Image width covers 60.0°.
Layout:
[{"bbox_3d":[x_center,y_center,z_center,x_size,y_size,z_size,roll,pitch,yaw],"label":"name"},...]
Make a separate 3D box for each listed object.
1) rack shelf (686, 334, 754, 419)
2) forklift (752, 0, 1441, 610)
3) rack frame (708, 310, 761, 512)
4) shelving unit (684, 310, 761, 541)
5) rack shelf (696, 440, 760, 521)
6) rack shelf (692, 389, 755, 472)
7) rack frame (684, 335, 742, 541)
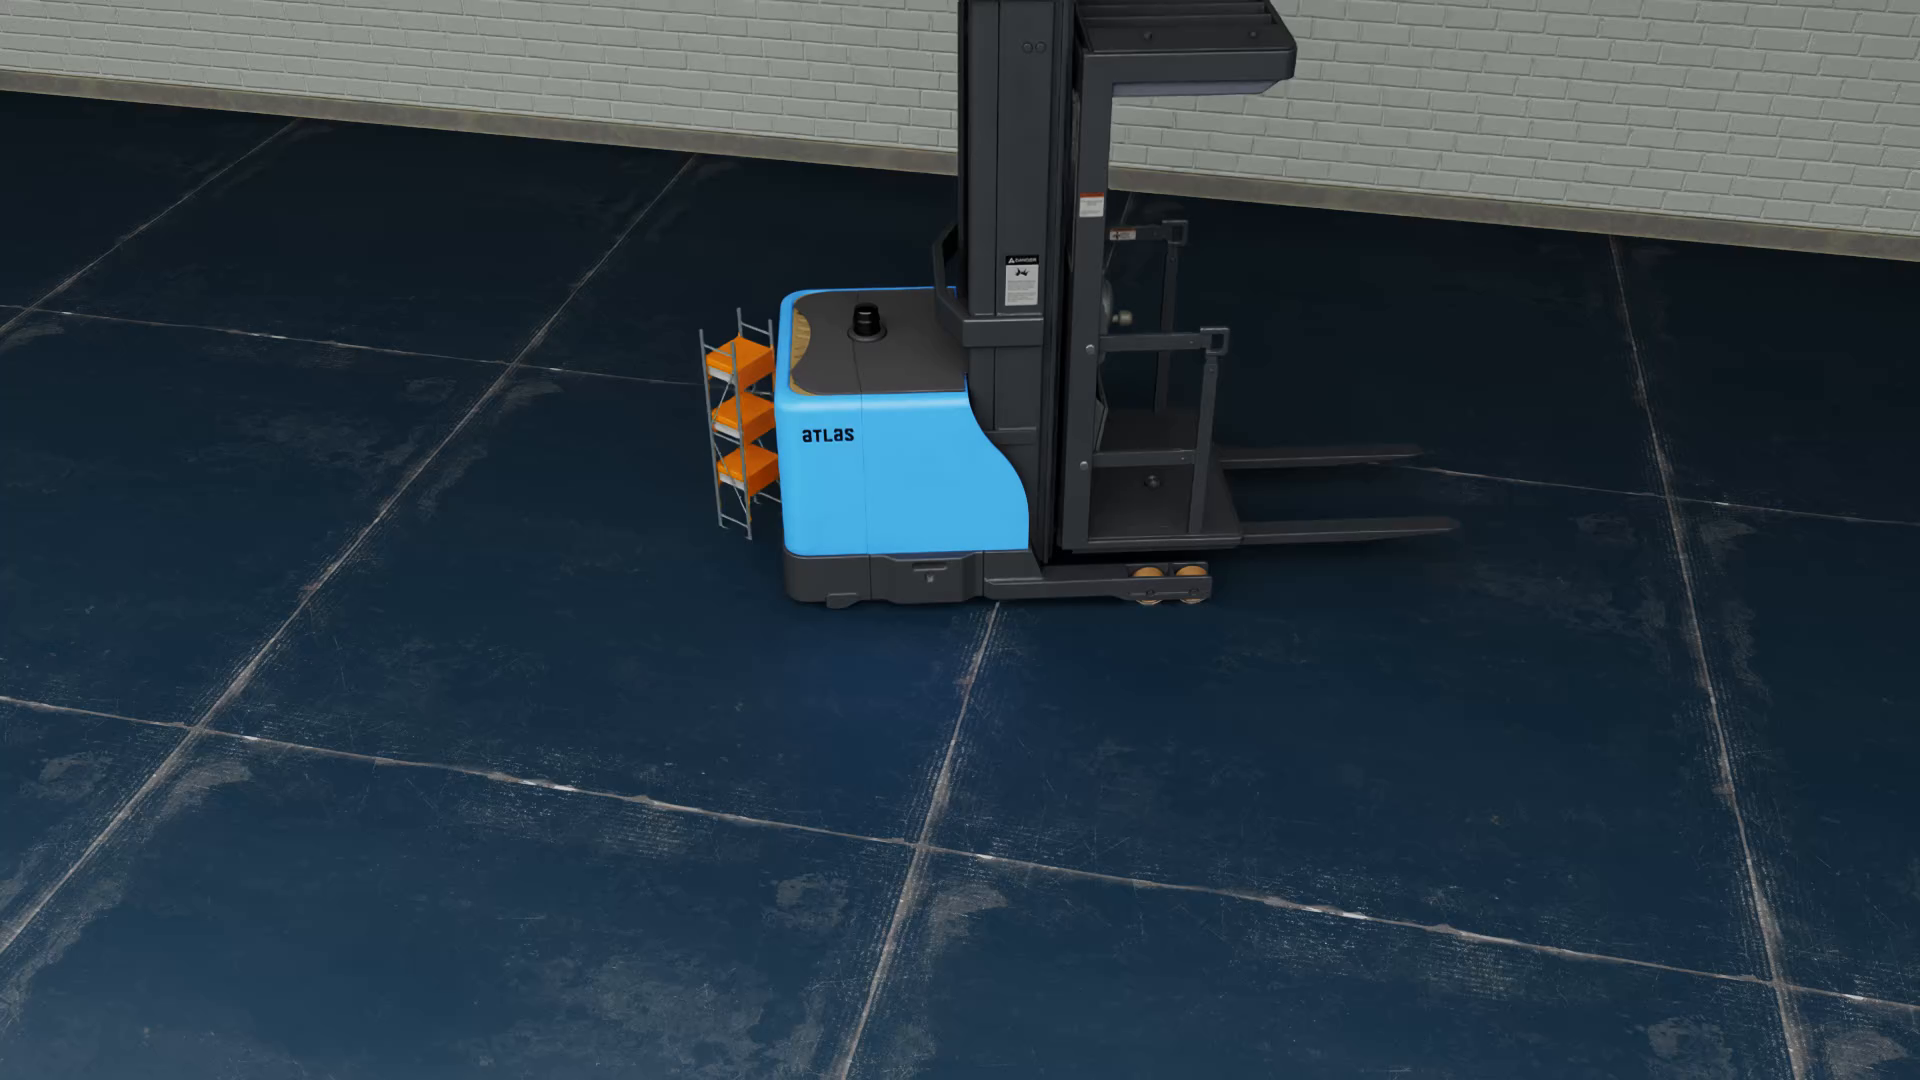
[{"bbox_3d":[-1.059,-0.728,7.389,0.215,0.259,0.240,12,38,14],"label":"rack shelf"},{"bbox_3d":[0.626,-1.211,6.923,3.031,2.935,1.130,-2,36,-3],"label":"forklift"},{"bbox_3d":[-1.025,-0.576,7.645,0.200,1.050,0.008,12,38,14],"label":"rack frame"},{"bbox_3d":[-1.063,-0.508,7.552,0.215,1.050,0.252,12,38,14],"label":"shelving unit"},{"bbox_3d":[-1.068,-0.276,7.724,0.215,0.259,0.240,12,38,14],"label":"rack shelf"},{"bbox_3d":[-1.064,-0.500,7.558,0.215,0.259,0.240,12,38,14],"label":"rack shelf"},{"bbox_3d":[-1.102,-0.440,7.459,0.200,1.050,0.008,12,38,14],"label":"rack frame"}]
